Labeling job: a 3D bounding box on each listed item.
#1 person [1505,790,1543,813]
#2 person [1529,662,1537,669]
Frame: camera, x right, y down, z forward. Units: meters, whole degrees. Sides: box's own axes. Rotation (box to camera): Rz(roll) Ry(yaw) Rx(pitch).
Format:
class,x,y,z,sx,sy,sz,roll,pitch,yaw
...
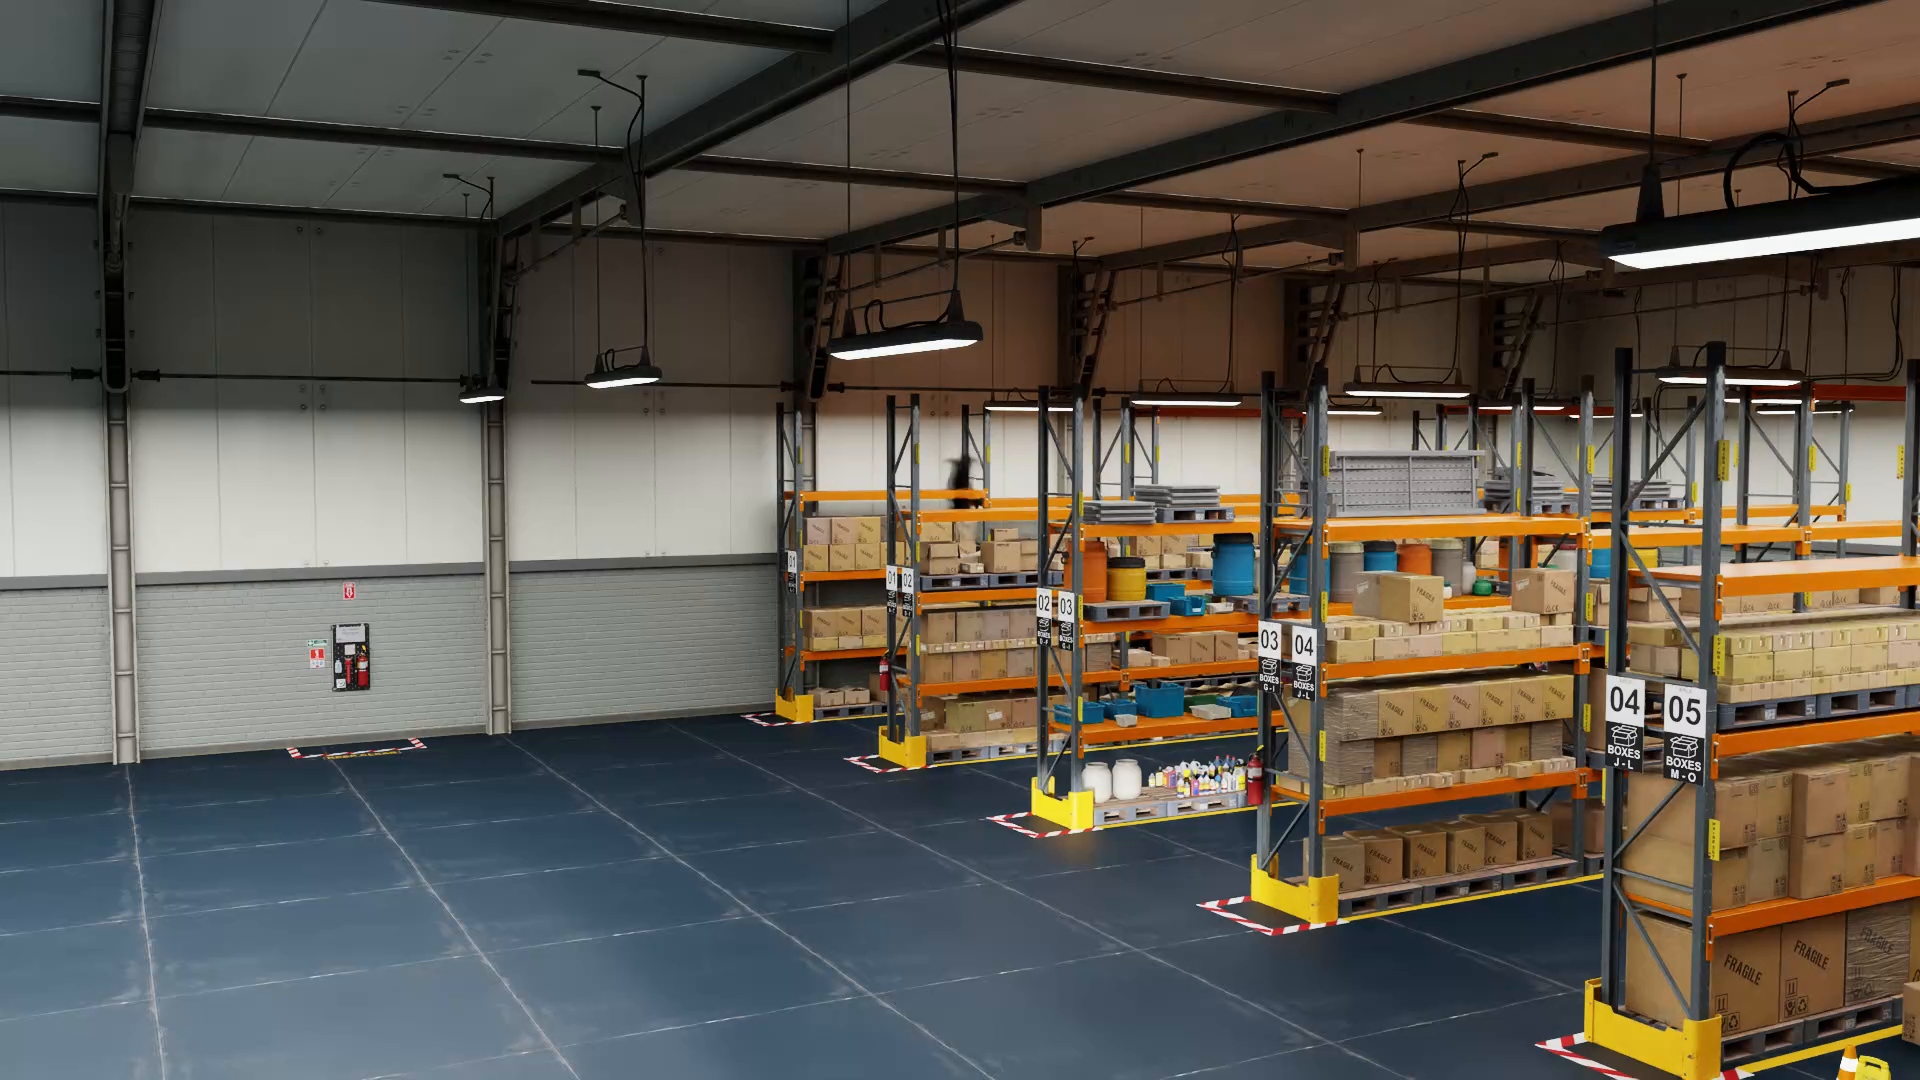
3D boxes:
class,x,y,z,sx,sy,sz,roll,pitch,yaw
person,7.550,3.093,22.201,0.592,1.585,0.713,0,3,2
person,10.677,2.512,31.267,0.645,1.754,0.710,-1,3,-18
